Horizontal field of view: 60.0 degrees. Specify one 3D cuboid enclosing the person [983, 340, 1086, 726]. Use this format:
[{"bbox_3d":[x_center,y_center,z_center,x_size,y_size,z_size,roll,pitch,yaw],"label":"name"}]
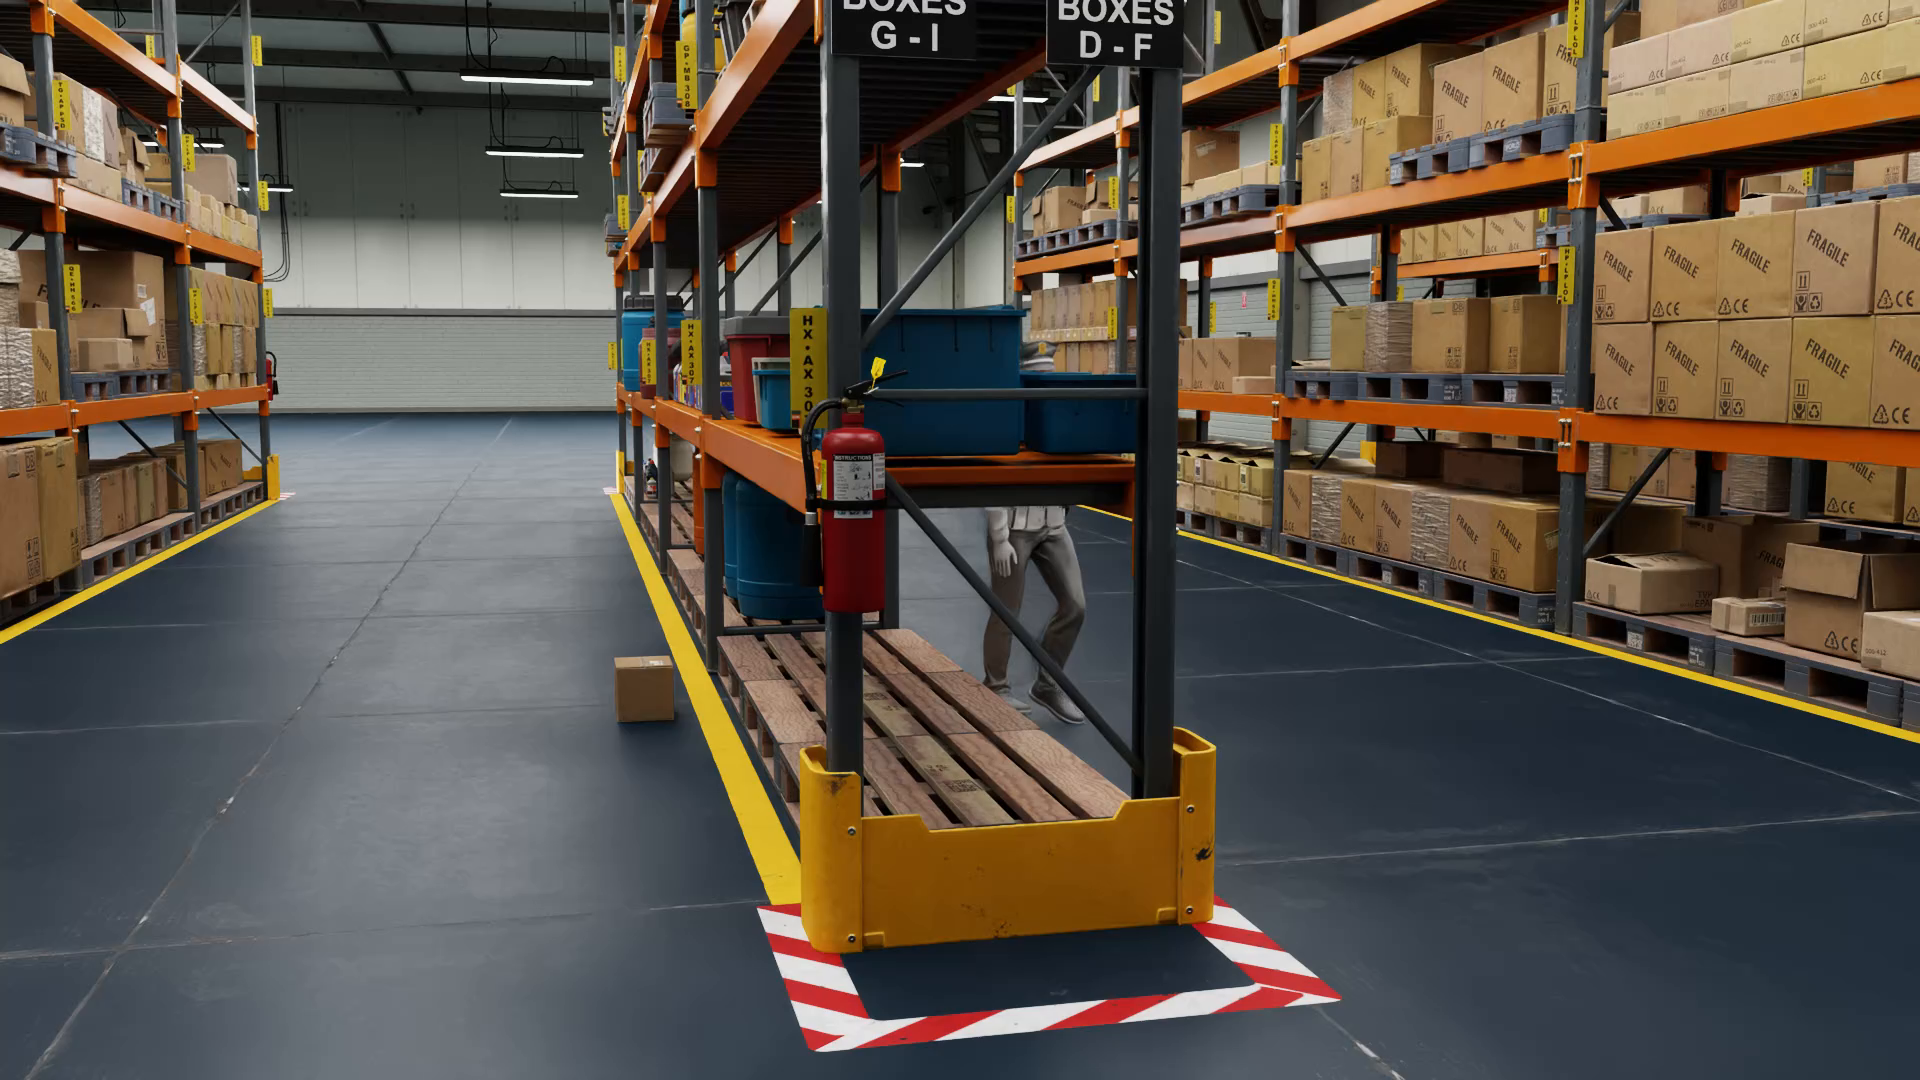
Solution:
[{"bbox_3d":[0.273,-0.024,7.290,0.512,1.692,0.514,-5,8,-37],"label":"person"}]
